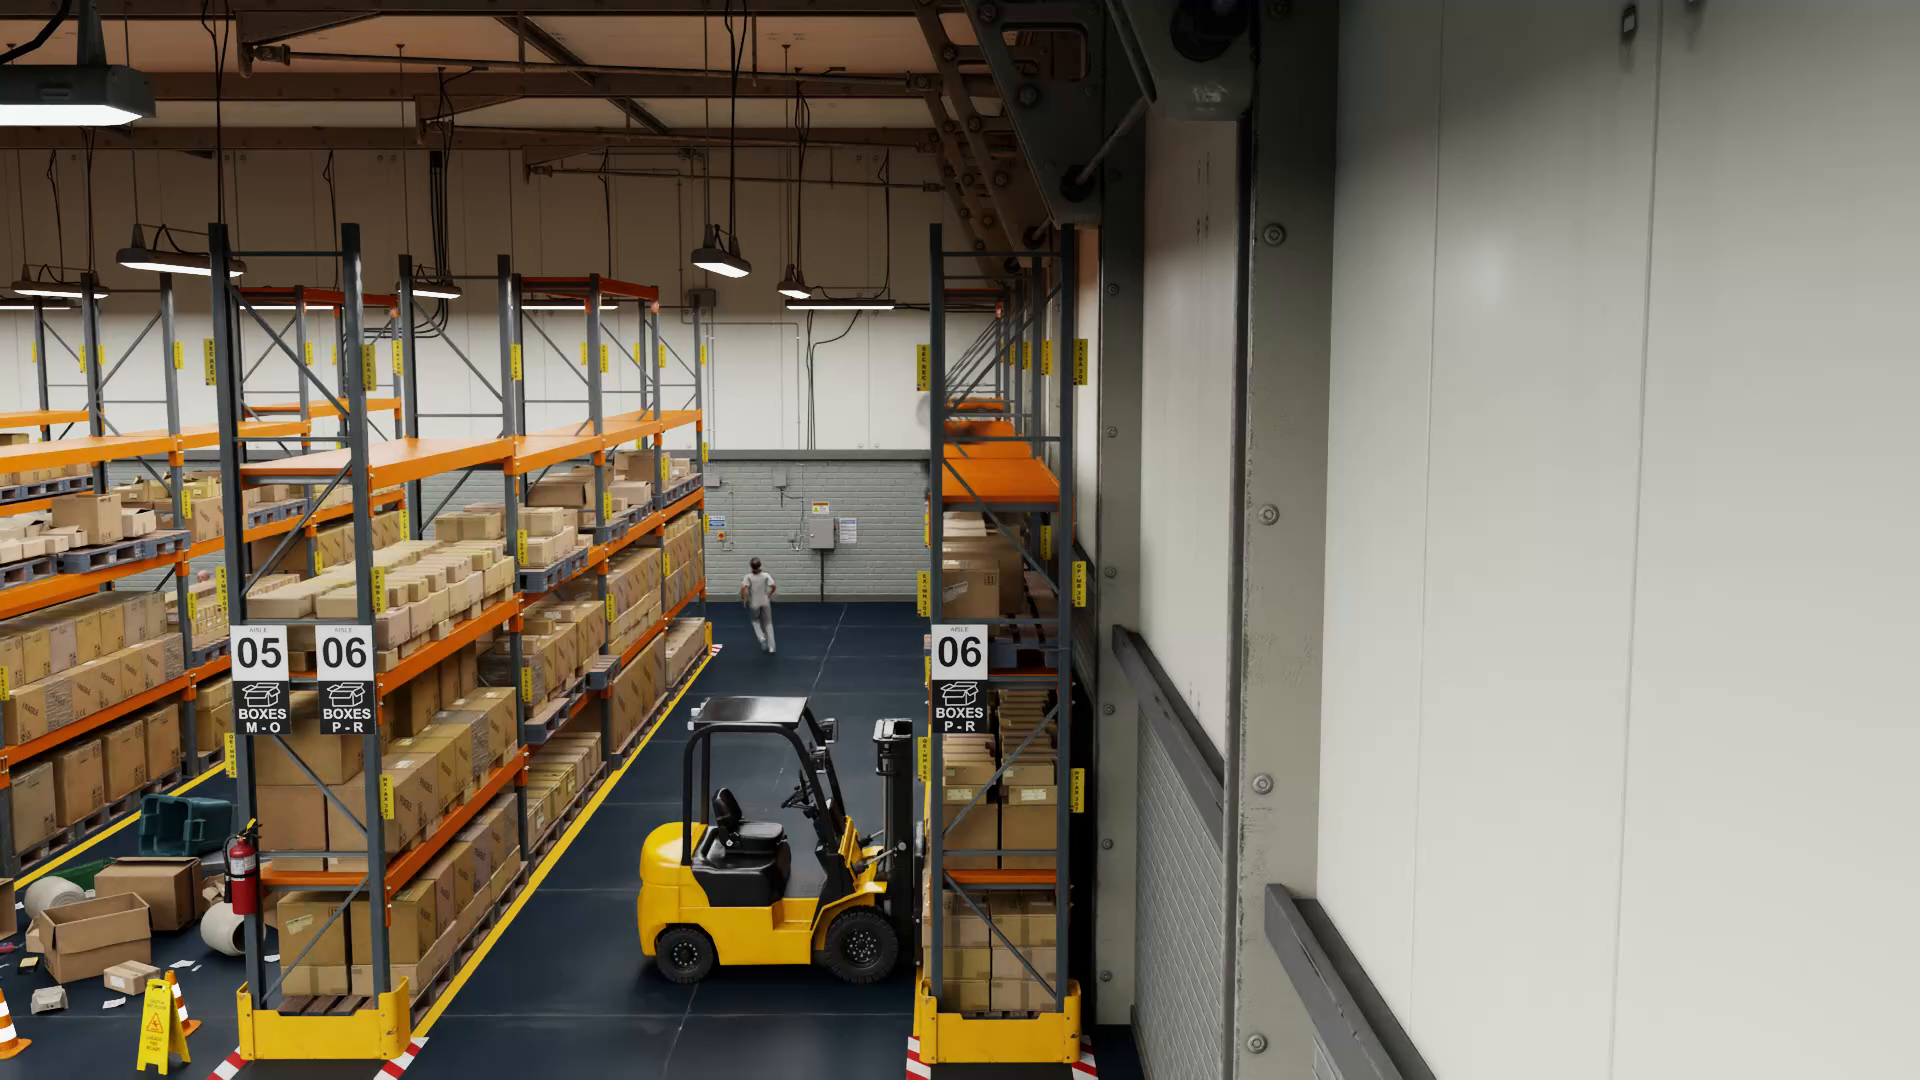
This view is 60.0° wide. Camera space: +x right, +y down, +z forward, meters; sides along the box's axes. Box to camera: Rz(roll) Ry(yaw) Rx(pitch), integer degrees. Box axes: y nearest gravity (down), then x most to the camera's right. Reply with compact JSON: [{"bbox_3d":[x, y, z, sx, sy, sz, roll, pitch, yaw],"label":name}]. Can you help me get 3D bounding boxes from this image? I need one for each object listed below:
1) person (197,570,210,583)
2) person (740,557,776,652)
[{"bbox_3d":[-11.464,1.343,25.324,0.720,1.793,0.964,0,7,2],"label":"person"},{"bbox_3d":[-3.419,1.087,28.057,0.624,1.616,0.589,-2,7,-15],"label":"person"}]
